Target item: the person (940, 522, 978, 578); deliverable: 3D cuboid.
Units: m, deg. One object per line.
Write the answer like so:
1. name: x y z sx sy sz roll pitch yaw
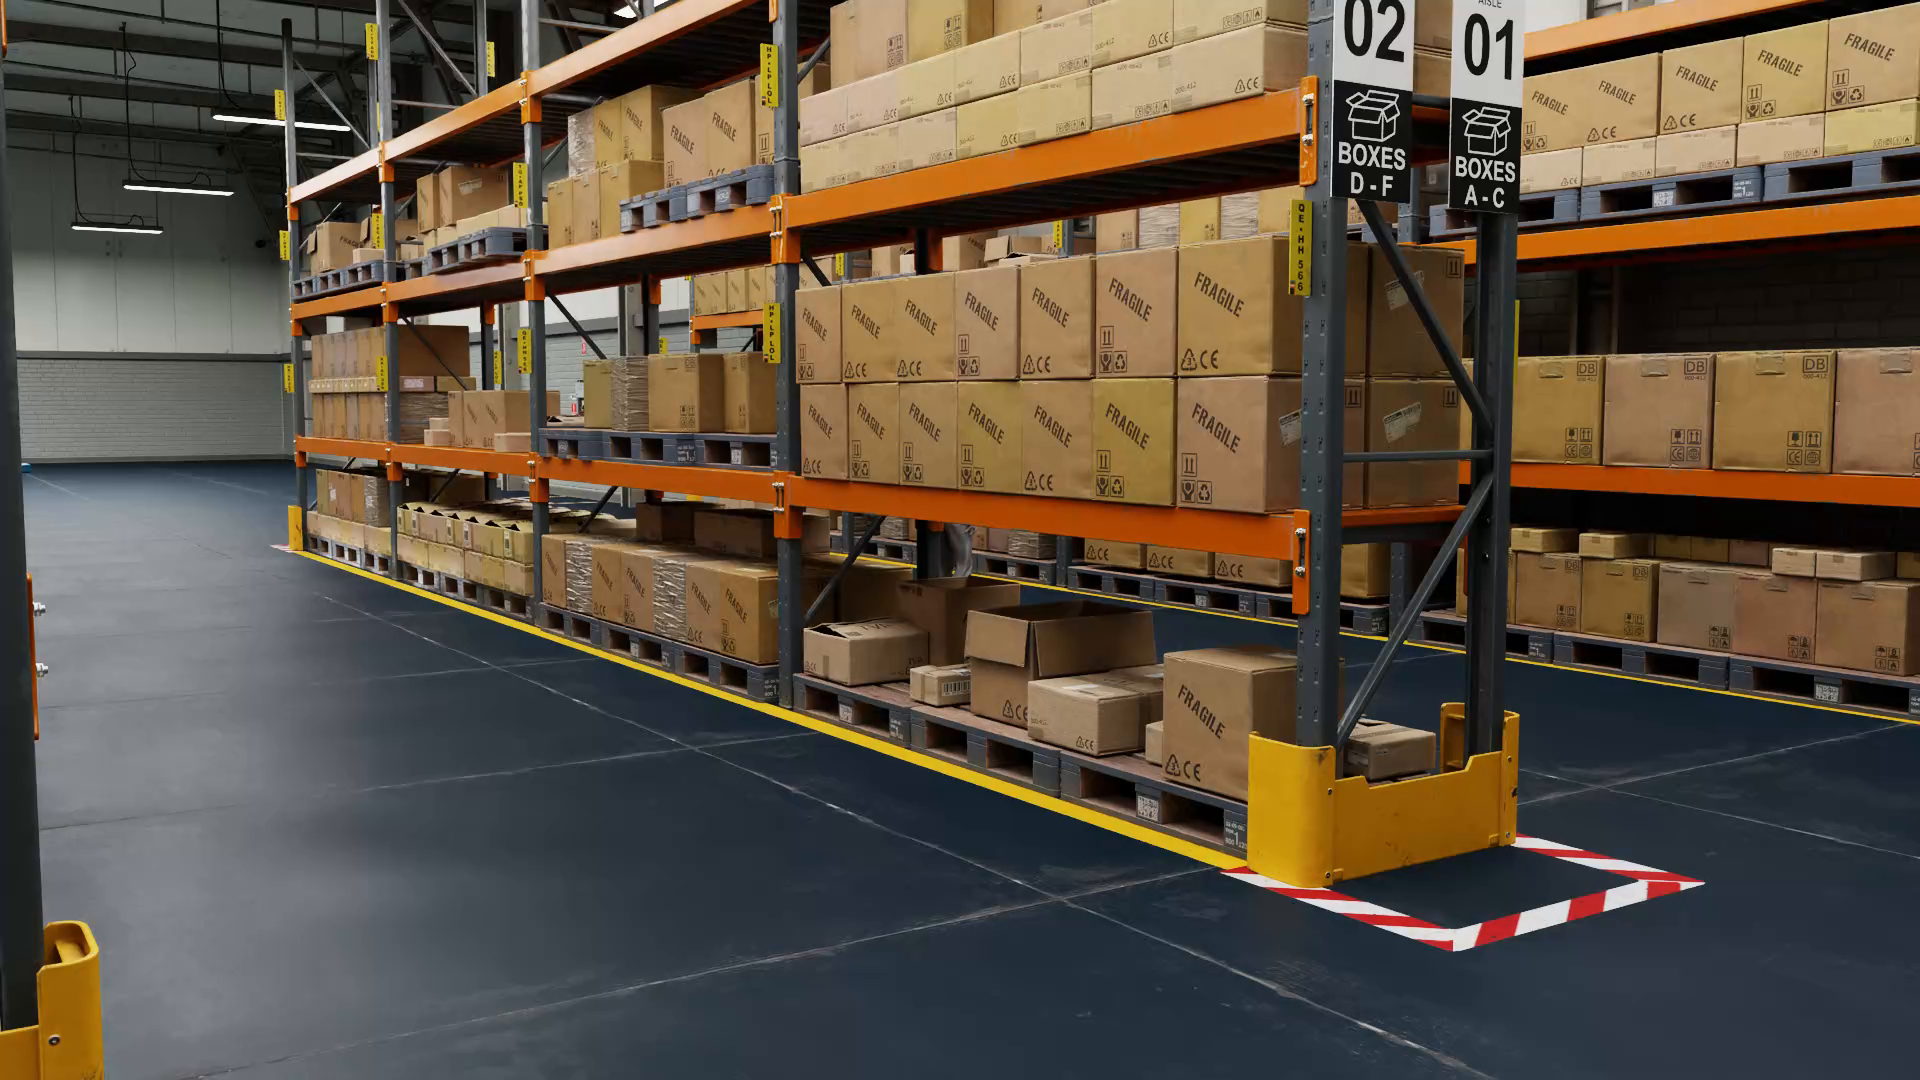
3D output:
1. person: -0.057 -0.178 12.701 0.378 1.663 0.537 -3 6 -35
